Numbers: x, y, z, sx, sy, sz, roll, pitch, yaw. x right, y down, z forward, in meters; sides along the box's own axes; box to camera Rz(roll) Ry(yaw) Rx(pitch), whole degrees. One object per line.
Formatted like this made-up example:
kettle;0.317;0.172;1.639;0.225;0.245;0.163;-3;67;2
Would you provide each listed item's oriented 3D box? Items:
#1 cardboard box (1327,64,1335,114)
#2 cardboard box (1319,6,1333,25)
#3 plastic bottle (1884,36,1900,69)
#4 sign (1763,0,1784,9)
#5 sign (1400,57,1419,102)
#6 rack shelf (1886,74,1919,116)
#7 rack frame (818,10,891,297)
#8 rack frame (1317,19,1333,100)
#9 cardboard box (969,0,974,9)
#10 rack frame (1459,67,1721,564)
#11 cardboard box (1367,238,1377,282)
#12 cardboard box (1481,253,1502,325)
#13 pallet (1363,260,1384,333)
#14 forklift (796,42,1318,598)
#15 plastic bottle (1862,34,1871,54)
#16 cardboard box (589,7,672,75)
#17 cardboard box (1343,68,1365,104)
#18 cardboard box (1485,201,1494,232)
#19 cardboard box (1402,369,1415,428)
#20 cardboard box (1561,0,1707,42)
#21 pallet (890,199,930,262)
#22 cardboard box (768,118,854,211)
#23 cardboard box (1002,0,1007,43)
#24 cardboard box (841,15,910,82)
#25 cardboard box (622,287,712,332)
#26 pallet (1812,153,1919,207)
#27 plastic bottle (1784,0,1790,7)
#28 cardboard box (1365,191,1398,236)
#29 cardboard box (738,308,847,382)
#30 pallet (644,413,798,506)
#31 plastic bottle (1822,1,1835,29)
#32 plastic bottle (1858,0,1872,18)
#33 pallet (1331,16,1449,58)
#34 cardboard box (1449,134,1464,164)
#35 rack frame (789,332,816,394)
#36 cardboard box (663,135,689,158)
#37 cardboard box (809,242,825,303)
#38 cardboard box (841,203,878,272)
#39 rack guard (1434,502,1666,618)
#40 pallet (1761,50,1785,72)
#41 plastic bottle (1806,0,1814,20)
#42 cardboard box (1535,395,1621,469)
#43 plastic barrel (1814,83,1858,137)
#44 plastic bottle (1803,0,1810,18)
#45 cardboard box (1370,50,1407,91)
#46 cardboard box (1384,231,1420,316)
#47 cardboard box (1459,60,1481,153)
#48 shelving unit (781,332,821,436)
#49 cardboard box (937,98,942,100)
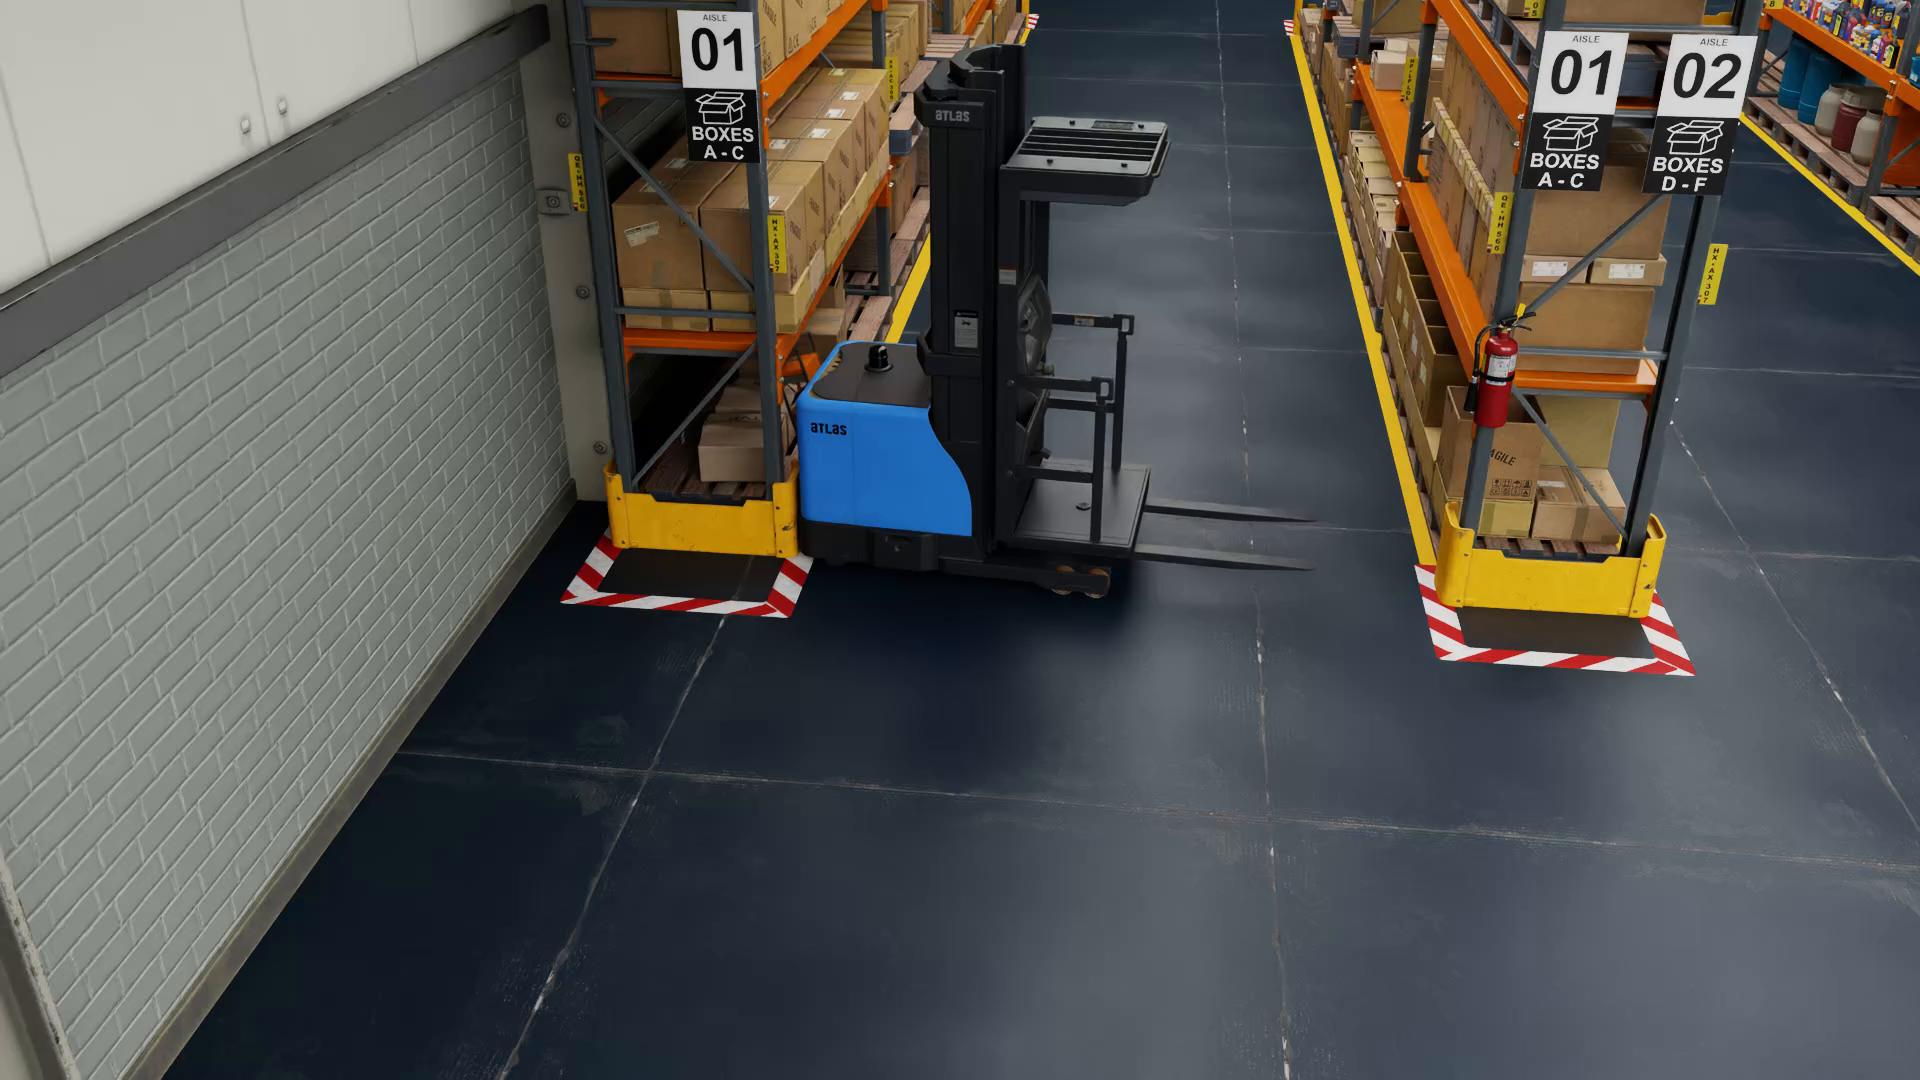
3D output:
cardboard box;4.408;-5.043;18.621;0.500;0.500;0.500;4;29;7
cardboard box;5.057;-6.630;21.561;0.797;0.503;0.637;3;28;6
plastic bottle;8.884;-4.642;15.826;0.061;0.283;0.133;3;28;6
sign;3.912;-2.707;7.944;0.100;0.325;0.005;3;28;6
sign;3.312;-3.386;12.236;0.100;0.325;0.005;3;28;6
rack shelf;9.012;-3.220;13.822;1.077;0.370;4.000;3;28;6
rack frame;-1.065;-3.171;12.973;1.000;3.000;0.127;3;28;6
rack frame;4.832;-6.650;19.432;1.000;3.000;0.127;3;28;6
cardboard box;-0.126;-5.931;17.656;0.500;0.500;0.500;3;28;6
rack frame;3.362;-1.002;8.947;1.000;3.000;0.127;3;28;6
cardboard box;3.679;-2.309;13.830;0.500;0.250;0.500;3;28;5
cardboard box;3.491;-1.512;9.789;0.700;0.500;0.500;4;29;8
pallet;3.903;-2.006;13.751;1.003;0.211;1.213;3;28;6
forklift;0.612;-1.230;9.444;3.031;2.935;1.130;6;29;10
plastic bottle;8.980;-4.905;16.401;0.097;0.201;0.097;0;28;0
cardboard box;-1.755;-2.872;9.130;0.500;0.500;0.500;5;29;10
cardboard box;4.226;-4.671;17.139;0.500;0.250;0.500;4;29;8
cardboard box;3.314;-1.884;9.795;0.380;0.149;0.250;4;29;7
cardboard box;3.306;-0.952;11.312;0.500;0.250;0.500;3;28;6
cardboard box;3.436;-2.885;8.580;0.797;0.503;0.637;5;29;10
pallet;-0.824;-2.886;15.384;1.003;0.211;1.213;3;28;6
cardboard box;-1.007;-2.487;11.049;0.500;0.500;0.500;4;29;8
cardboard box;0.238;-6.845;21.985;0.700;0.500;0.500;4;29;7
cardboard box;-0.844;-4.220;14.352;0.700;0.500;0.500;7;29;13
cardboard box;-1.690;-1.462;9.938;0.500;0.250;0.500;4;29;7
pallet;9.313;-3.624;16.754;1.003;0.211;1.213;3;28;6
plastic bottle;9.263;-6.099;18.531;0.061;0.283;0.133;3;28;6
cardboard box;3.738;-2.793;14.137;0.500;0.311;0.500;3;28;6
cardboard box;-1.172;-1.312;11.695;0.700;0.500;0.500;2;28;3
pallet;-1.411;-0.476;10.912;1.003;0.211;1.213;3;28;6
plastic bottle;9.129;-5.510;17.451;0.097;0.271;0.097;0;28;0
plastic bottle;9.794;-5.809;17.921;0.144;0.351;0.185;3;28;6
pallet;4.355;-5.006;16.582;1.213;0.211;1.003;3;28;6
cardboard box;3.503;-2.618;11.158;0.380;0.149;0.250;2;28;5
rack frame;-0.891;-0.835;10.628;0.200;1.050;0.008;-7;28;20
cardboard box;-1.578;-2.275;10.657;0.500;0.500;0.500;3;28;5
cardboard box;-1.131;-1.687;10.356;0.500;0.250;0.500;2;28;5
cardboard box;-0.991;-2.611;14.106;0.700;0.500;0.500;4;29;8
rack guard;3.359;0.110;9.519;1.175;0.500;0.348;3;28;6
pallet;9.946;-6.057;21.271;1.003;0.211;1.213;3;28;6
plastic bottle;9.170;-5.743;17.871;0.061;0.283;0.133;3;28;6
cardboard box;3.707;-0.781;10.203;0.500;0.500;0.500;3;28;6
plastic barrel;9.419;-4.601;17.809;0.421;0.512;0.421;0;28;0
plastic bottle;9.203;-5.761;17.990;0.097;0.201;0.097;0;28;0
cardboard box;4.040;-4.318;15.197;0.500;0.311;0.500;3;28;6
cardboard box;3.484;-1.989;12.445;0.500;0.500;0.500;3;28;6
cardboard box;3.681;-2.817;10.843;0.700;0.500;0.500;3;28;6
shelving unit;-0.921;-0.774;10.526;0.215;1.050;0.252;-7;28;20
cardboard box;-0.355;-4.631;17.506;0.750;0.750;0.750;3;28;6
